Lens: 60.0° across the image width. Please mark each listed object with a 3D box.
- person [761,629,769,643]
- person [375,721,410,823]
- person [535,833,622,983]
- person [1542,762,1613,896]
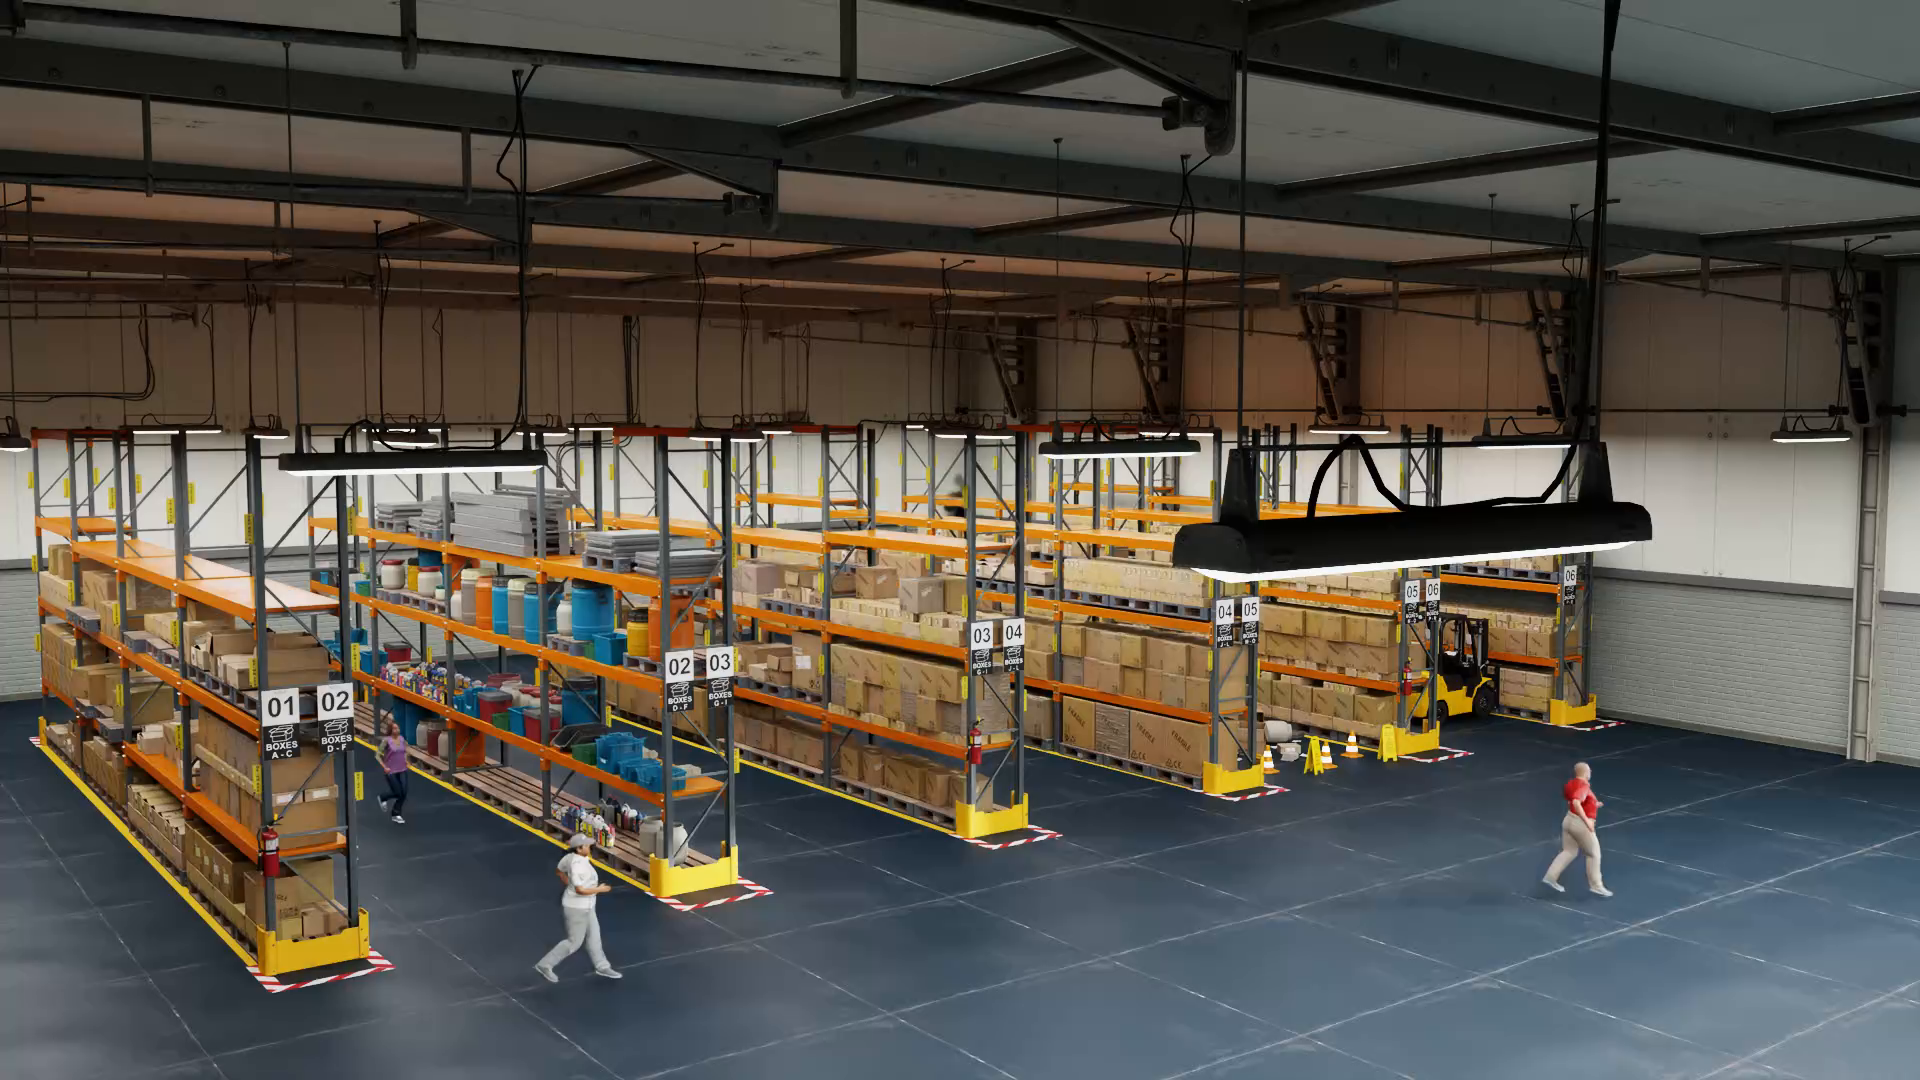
[{"bbox_3d":[-4.980,2.224,42.037,0.562,1.637,0.569,-3,6,-36],"label":"person"},{"bbox_3d":[-8.688,3.557,25.545,0.505,1.557,0.538,4,6,38],"label":"person"},{"bbox_3d":[-4.194,4.050,18.248,0.939,1.679,0.623,-1,5,-14],"label":"person"},{"bbox_3d":[8.042,3.754,21.610,0.899,1.746,0.665,-1,5,-10],"label":"person"}]
